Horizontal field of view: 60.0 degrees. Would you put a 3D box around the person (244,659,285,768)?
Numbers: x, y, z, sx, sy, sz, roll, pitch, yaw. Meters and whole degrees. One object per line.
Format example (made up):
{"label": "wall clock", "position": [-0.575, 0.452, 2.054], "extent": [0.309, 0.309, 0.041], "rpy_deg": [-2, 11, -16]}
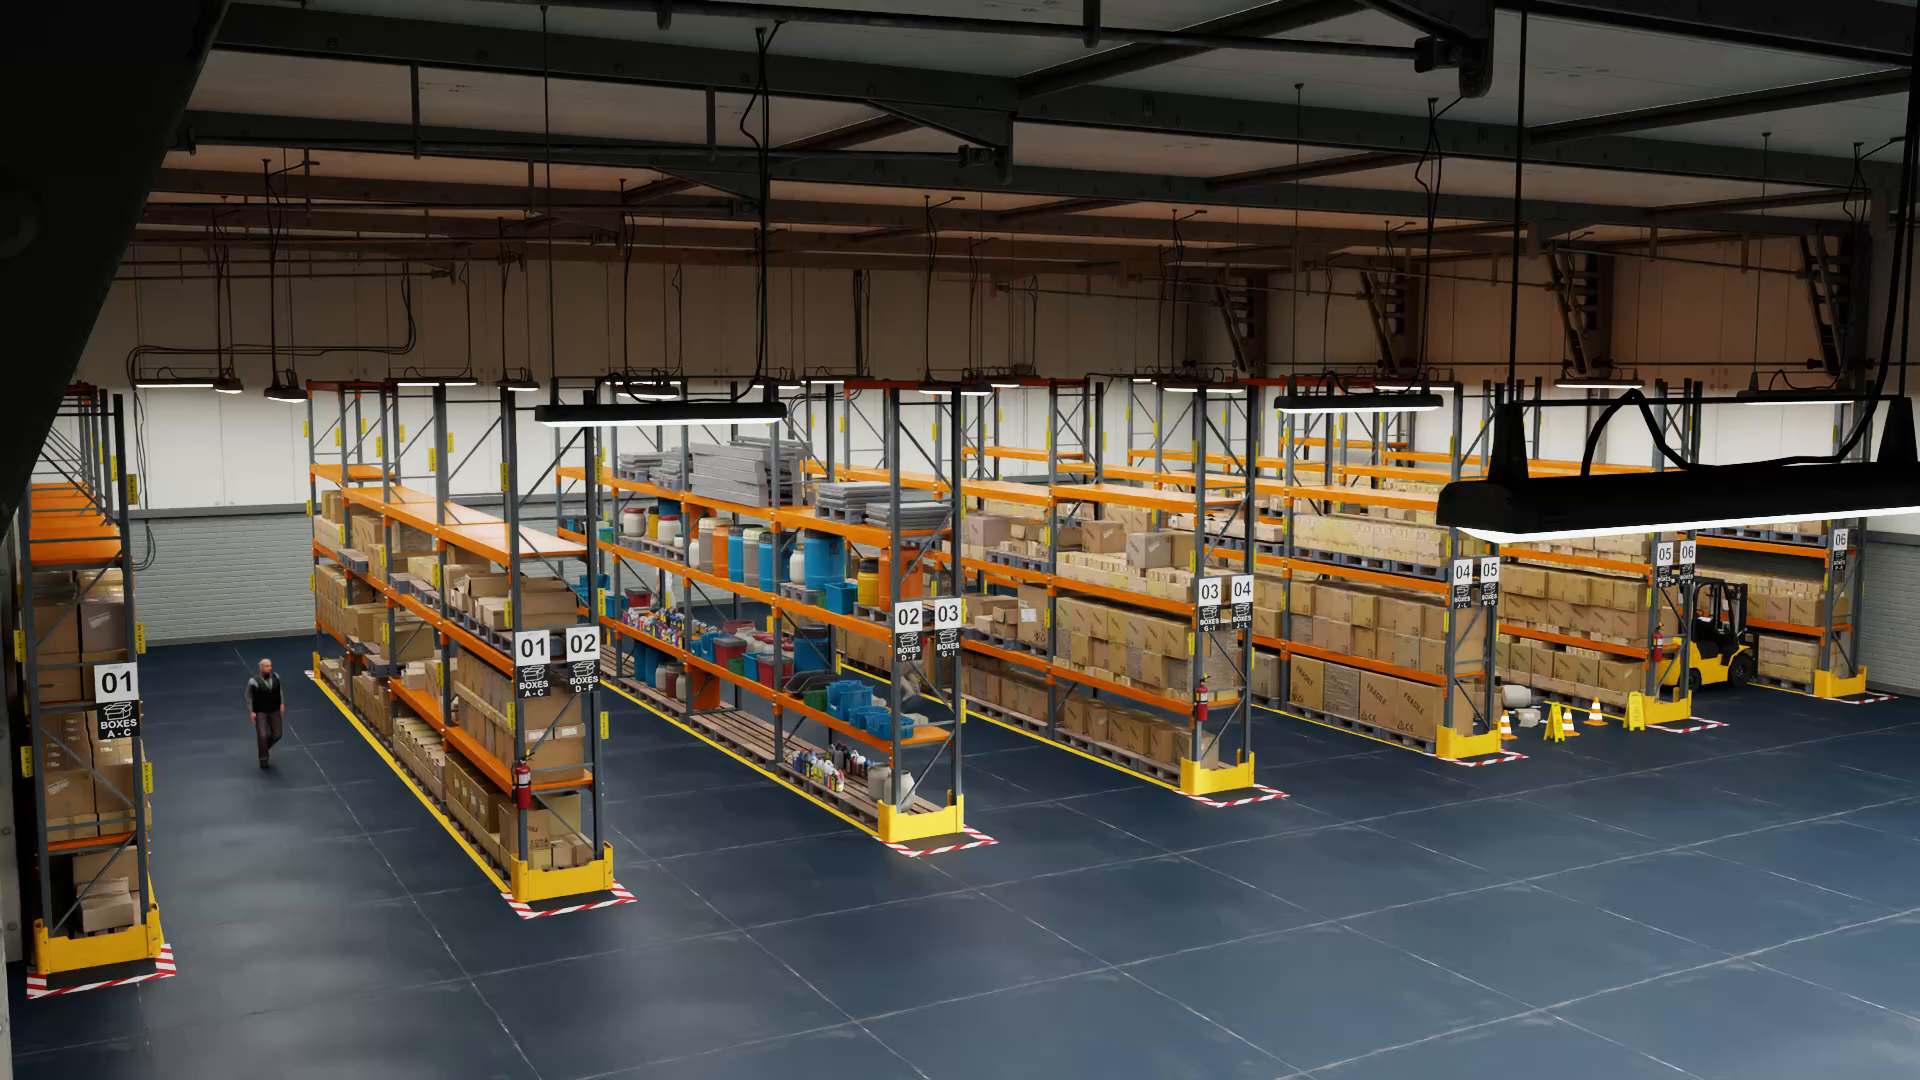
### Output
{"label": "person", "position": [-10.982, 2.708, 26.223], "extent": [0.632, 1.706, 0.586], "rpy_deg": [-6, 8, -44]}

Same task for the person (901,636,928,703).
{"label": "person", "position": [-0.876, 2.144, 30.296], "extent": [0.595, 1.606, 0.544], "rpy_deg": [-4, 7, -34]}

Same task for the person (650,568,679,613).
{"label": "person", "position": [-7.322, 1.118, 41.065], "extent": [1.121, 1.703, 0.517], "rpy_deg": [-1, 6, -12]}
